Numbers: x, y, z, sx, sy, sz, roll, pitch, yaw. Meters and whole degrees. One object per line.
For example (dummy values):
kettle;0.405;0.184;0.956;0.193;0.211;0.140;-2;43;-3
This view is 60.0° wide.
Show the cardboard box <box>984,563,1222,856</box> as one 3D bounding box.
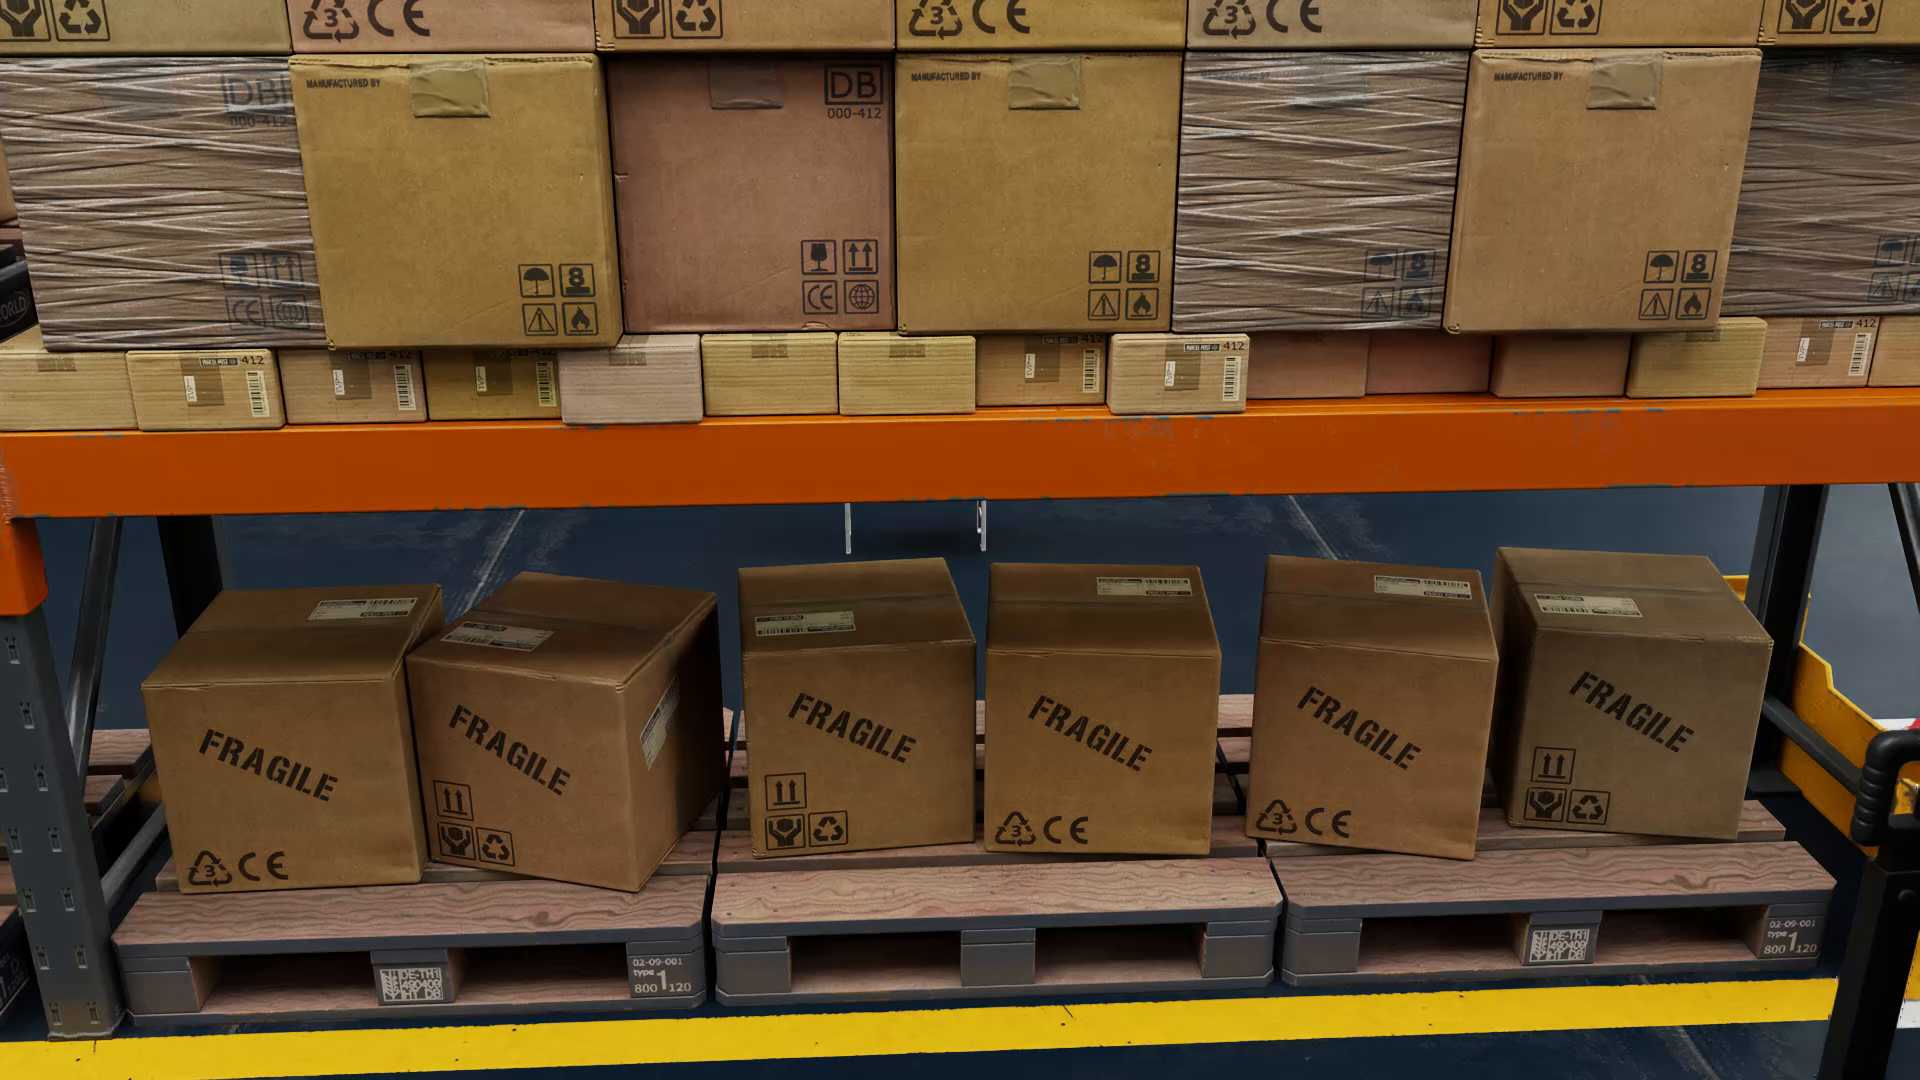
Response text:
cardboard box;0.312;0.378;3.835;0.500;0.500;0.500;1;21;2

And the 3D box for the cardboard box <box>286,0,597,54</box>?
cardboard box;-0.873;-1.132;2.916;0.500;0.500;0.500;-1;21;-3

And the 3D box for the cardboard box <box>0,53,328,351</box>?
cardboard box;-1.383;-0.723;3.245;0.500;0.500;0.875;-1;21;-3

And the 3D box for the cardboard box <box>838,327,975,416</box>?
cardboard box;-0.107;-0.365;3.217;0.250;0.149;0.380;-1;21;-3

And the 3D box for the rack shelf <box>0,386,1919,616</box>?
rack shelf;0.161;-0.254;3.584;4.000;0.370;1.077;-1;21;-3

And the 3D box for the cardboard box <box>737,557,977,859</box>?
cardboard box;-0.247;0.373;3.847;0.500;0.500;0.500;-3;21;-8

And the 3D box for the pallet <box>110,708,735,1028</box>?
pallet;-1.167;0.727;3.914;1.213;0.211;1.003;-1;21;-3

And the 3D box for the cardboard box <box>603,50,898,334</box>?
cardboard box;-0.388;-0.766;3.359;0.500;0.500;0.875;-1;21;-3

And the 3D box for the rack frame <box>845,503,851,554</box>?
rack frame;-0.409;-0.552;5.886;0.015;1.200;0.240;-1;21;-3

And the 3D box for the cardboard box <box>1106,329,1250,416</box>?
cardboard box;0.393;-0.367;3.222;0.250;0.149;0.380;-1;21;-3

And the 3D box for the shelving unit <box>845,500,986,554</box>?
shelving unit;-0.165;-0.557;5.899;0.503;1.200;0.258;-1;21;-3

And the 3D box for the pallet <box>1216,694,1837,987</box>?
pallet;1.269;0.678;4.044;1.213;0.211;1.003;-1;21;-3

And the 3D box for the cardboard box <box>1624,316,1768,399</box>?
cardboard box;1.389;-0.406;3.325;0.250;0.149;0.380;-1;21;-3

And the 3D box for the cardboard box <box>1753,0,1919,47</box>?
cardboard box;1.623;-1.185;3.054;0.500;0.500;0.500;-1;21;-3

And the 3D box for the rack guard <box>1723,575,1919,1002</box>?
rack guard;2.082;0.539;4.003;0.348;0.500;1.175;-1;21;-3

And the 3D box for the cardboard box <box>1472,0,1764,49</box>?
cardboard box;1.124;-1.173;3.022;0.500;0.500;0.500;-1;21;-3

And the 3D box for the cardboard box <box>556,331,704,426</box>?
cardboard box;-0.605;-0.344;3.162;0.250;0.149;0.380;-1;21;-3

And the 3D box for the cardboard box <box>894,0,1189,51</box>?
cardboard box;0.125;-1.156;2.979;0.500;0.500;0.500;-1;21;-3

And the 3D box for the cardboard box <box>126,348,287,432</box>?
cardboard box;-1.354;-0.330;3.126;0.250;0.149;0.380;-1;21;-3

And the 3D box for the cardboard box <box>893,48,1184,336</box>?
cardboard box;0.113;-0.762;3.348;0.500;0.500;0.875;-1;21;-3

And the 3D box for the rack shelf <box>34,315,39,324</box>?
rack shelf;-3.832;-0.173;3.371;4.000;0.370;1.077;-1;21;-3

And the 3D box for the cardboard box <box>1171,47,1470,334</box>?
cardboard box;0.613;-0.768;3.363;0.500;0.500;0.875;-1;21;-3

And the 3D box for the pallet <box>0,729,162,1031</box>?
pallet;-2.613;0.770;3.803;1.213;0.211;1.003;-1;21;-3

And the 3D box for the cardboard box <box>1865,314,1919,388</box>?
cardboard box;1.885;-0.435;3.400;0.250;0.149;0.380;-1;21;-3

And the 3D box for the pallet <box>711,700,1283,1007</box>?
pallet;0.054;0.701;3.982;1.213;0.211;1.003;-1;21;-3

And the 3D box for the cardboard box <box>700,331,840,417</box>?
cardboard box;-0.357;-0.364;3.214;0.250;0.149;0.380;-1;21;-3

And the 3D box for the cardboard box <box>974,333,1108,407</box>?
cardboard box;0.140;-0.386;3.273;0.250;0.149;0.380;-1;21;-3

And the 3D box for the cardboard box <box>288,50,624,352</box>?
cardboard box;-0.882;-0.720;3.239;0.500;0.500;0.875;-1;21;-3

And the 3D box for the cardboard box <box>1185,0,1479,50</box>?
cardboard box;0.625;-1.164;2.998;0.500;0.500;0.500;-1;21;-3

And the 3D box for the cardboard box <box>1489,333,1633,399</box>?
cardboard box;1.138;-0.407;3.327;0.250;0.149;0.380;-1;21;-3

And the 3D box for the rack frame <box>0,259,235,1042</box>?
rack frame;-1.836;-0.550;3.349;0.127;3.000;1.000;-1;21;-3

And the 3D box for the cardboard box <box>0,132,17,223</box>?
cardboard box;-2.637;-1.060;3.256;1.000;1.000;1.000;-1;21;-3

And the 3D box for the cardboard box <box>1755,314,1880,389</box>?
cardboard box;1.635;-0.430;3.387;0.250;0.149;0.380;-1;21;-3

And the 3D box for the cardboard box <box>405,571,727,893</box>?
cardboard box;-0.863;0.414;3.741;0.500;0.500;0.500;5;22;14

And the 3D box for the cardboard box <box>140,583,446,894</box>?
cardboard box;-1.434;0.428;3.703;0.500;0.500;0.500;-2;21;-5

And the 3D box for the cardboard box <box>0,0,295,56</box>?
cardboard box;-1.372;-1.122;2.888;0.500;0.500;0.500;-1;21;-3

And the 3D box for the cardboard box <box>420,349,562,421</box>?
cardboard box;-0.856;-0.354;3.187;0.250;0.149;0.380;-1;21;-3

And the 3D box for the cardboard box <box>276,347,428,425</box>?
cardboard box;-1.106;-0.345;3.165;0.250;0.149;0.380;-1;21;-3

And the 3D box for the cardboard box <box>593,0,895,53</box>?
cardboard box;-0.374;-1.142;2.942;0.500;0.500;0.500;-1;21;-3

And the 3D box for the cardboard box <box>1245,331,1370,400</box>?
cardboard box;0.638;-0.403;3.318;0.250;0.149;0.380;-1;21;-3

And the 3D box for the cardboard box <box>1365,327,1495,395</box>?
cardboard box;0.886;-0.416;3.352;0.250;0.149;0.380;-1;21;-3

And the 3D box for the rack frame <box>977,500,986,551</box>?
rack frame;0.078;-0.562;5.912;0.015;1.200;0.240;-1;21;-3

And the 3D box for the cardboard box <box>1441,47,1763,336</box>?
cardboard box;1.115;-0.763;3.350;0.500;0.500;0.875;-1;21;-3

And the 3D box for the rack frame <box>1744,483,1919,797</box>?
rack frame;2.158;-0.631;3.563;0.127;3.000;1.000;-1;21;-3

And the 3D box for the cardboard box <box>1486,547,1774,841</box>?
cardboard box;1.533;0.348;3.915;0.500;0.500;0.500;3;21;7

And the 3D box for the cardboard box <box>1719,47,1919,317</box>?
cardboard box;1.607;-0.815;3.488;0.500;0.500;0.875;-1;21;-3

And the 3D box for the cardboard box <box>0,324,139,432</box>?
cardboard box;-1.604;-0.330;3.125;0.250;0.149;0.380;-1;21;-3

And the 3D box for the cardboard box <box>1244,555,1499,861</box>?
cardboard box;0.939;0.372;3.851;0.500;0.500;0.500;4;21;11

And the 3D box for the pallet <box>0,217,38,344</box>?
pallet;-2.607;-0.496;3.478;1.213;0.211;1.003;-1;21;-3
